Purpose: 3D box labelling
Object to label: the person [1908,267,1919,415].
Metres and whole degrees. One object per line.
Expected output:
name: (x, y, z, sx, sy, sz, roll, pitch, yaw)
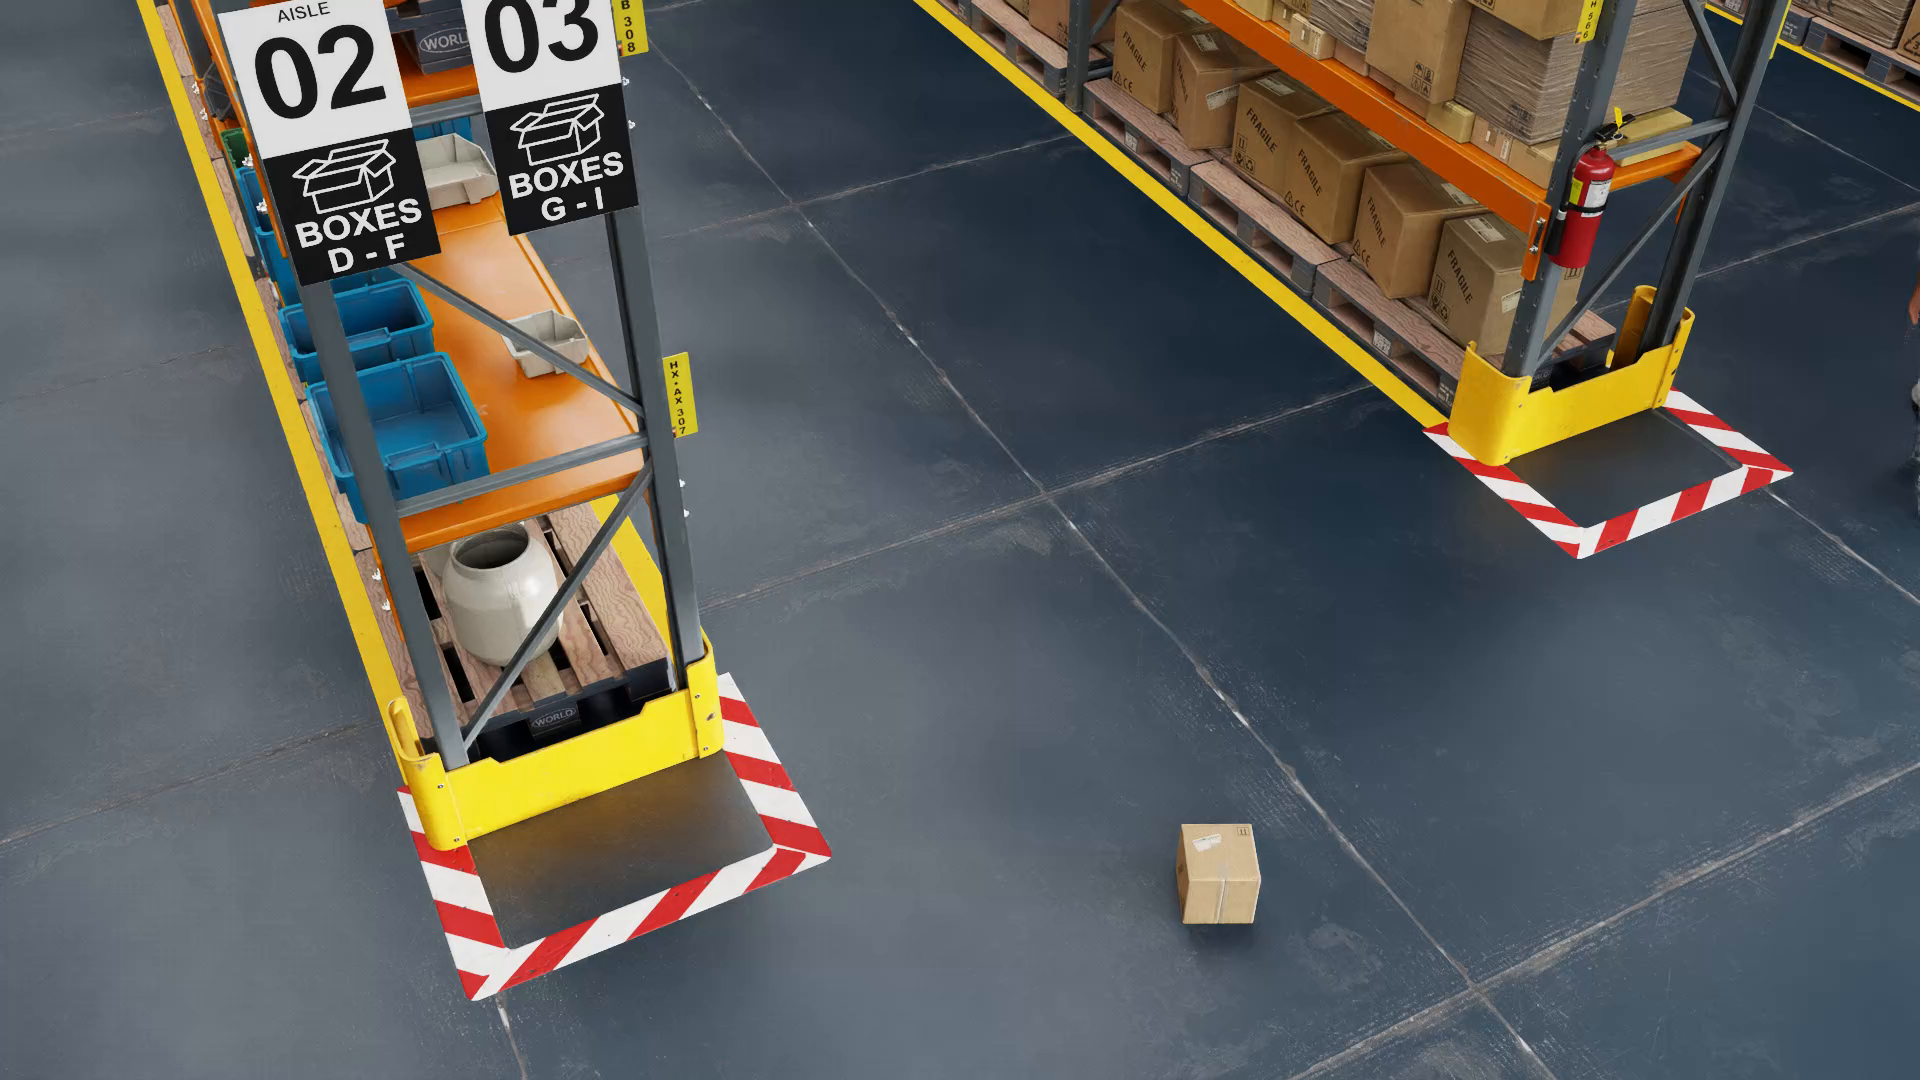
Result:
person: (4.608, -1.135, 7.445, 0.614, 1.728, 0.921, 26, 48, 27)
